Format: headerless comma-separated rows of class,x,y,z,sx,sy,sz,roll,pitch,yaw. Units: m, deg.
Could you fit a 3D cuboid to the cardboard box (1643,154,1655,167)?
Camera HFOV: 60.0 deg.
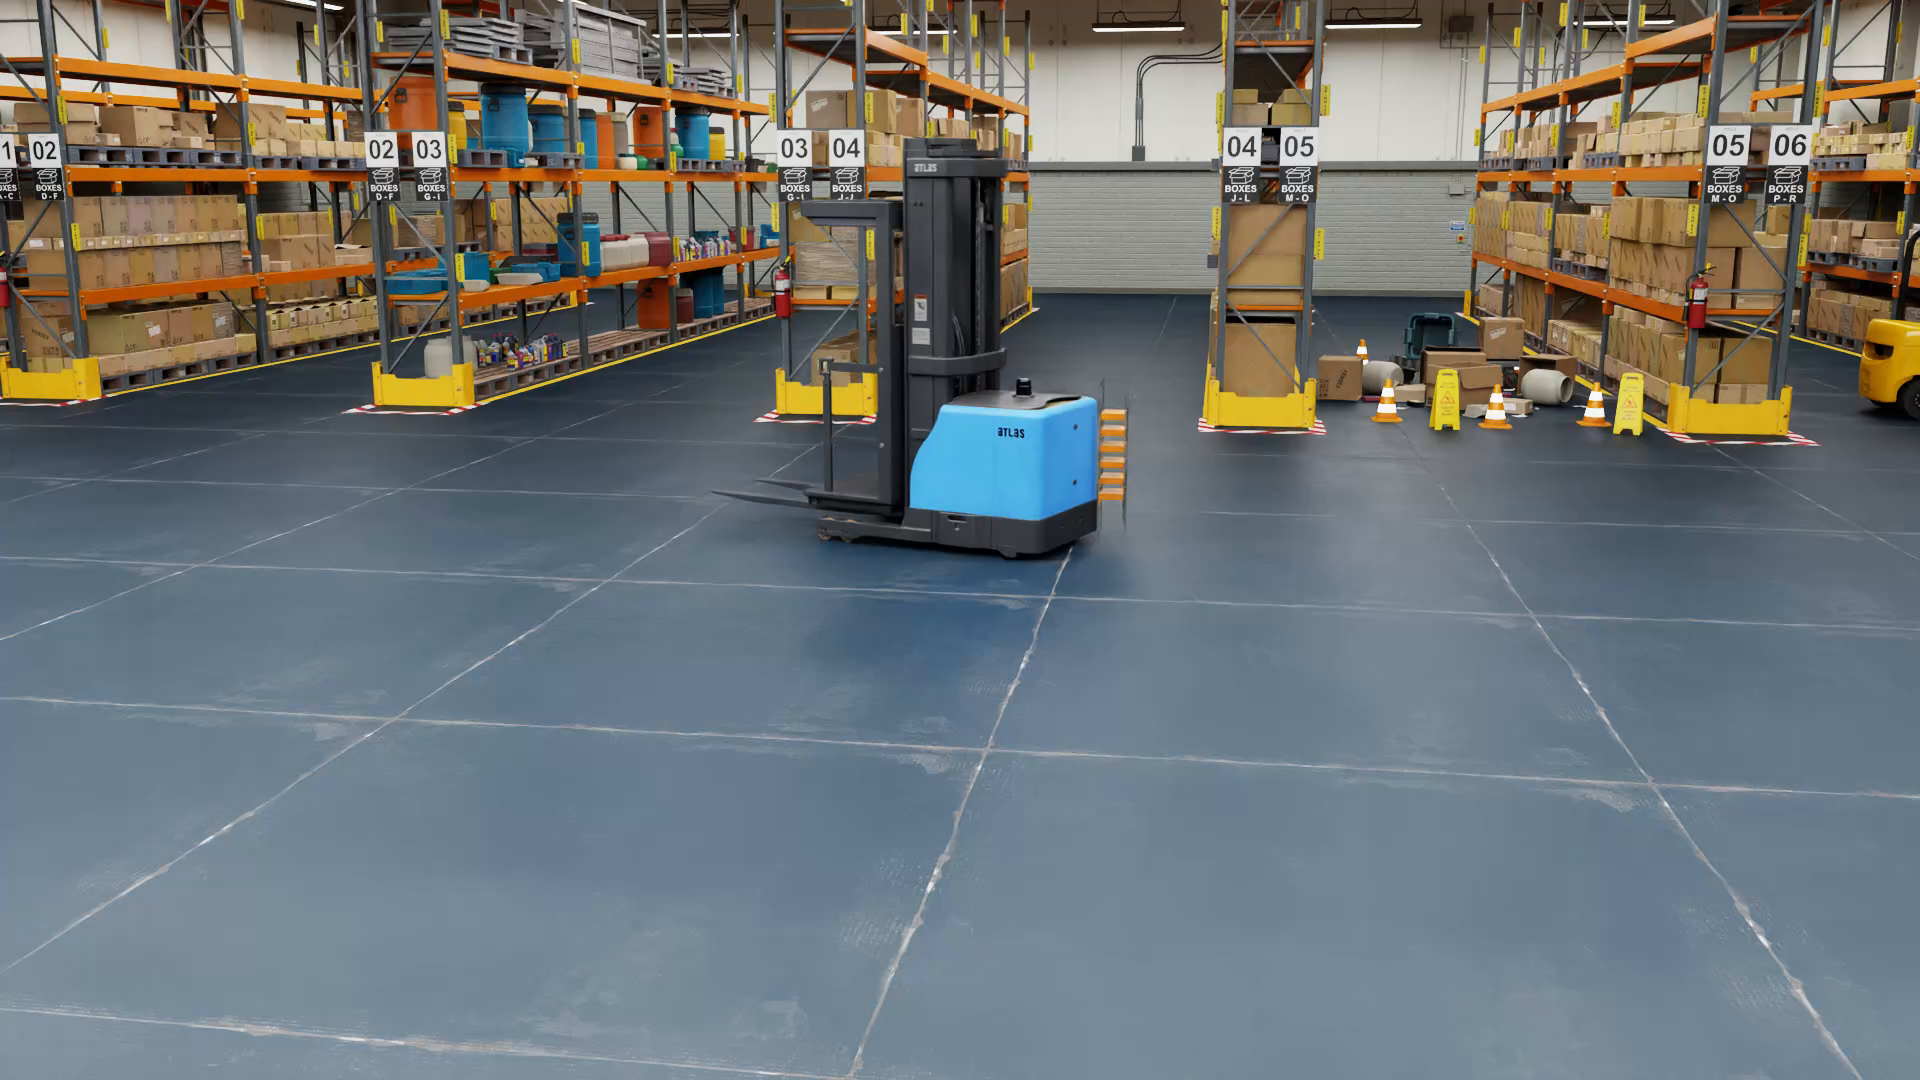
cardboard box,8.279,-4.470,19.591,0.380,0.149,0.250,2,12,8

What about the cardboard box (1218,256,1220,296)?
cardboard box,3.408,-3.023,19.044,0.875,0.550,0.550,2,12,9

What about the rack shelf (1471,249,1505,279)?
rack shelf,10.392,-5.179,31.112,1.077,0.370,4.000,2,12,9

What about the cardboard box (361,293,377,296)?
cardboard box,-10.199,-4.120,29.379,0.500,0.500,0.500,2,12,11

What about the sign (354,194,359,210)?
sign,-13.242,-7.411,36.450,0.100,0.325,0.005,2,12,9

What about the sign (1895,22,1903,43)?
sign,15.539,-8.404,27.537,0.100,0.325,0.005,2,12,9

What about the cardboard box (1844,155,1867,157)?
cardboard box,15.349,-6.589,28.476,0.500,0.250,0.500,2,12,7

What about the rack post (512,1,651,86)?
rack post,-5.614,-7.374,24.873,1.013,1.000,3.121,2,12,9

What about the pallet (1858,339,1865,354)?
pallet,14.527,-2.913,25.507,1.003,0.211,1.213,2,12,9

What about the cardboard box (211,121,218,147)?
cardboard box,-14.514,-8.084,33.104,0.500,0.500,0.500,2,12,8

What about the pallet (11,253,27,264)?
pallet,-15.270,-4.577,27.067,1.003,0.211,1.213,2,12,9

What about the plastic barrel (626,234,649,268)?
plastic barrel,-5.164,-4.597,26.438,0.421,0.512,0.421,0,12,0

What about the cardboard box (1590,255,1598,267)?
cardboard box,8.723,-3.757,22.404,0.380,0.149,0.250,2,12,8

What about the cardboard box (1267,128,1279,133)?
cardboard box,3.892,-4.956,19.664,0.500,0.250,0.500,2,12,8

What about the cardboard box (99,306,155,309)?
cardboard box,-11.335,-2.921,22.676,0.500,0.500,0.500,2,12,9

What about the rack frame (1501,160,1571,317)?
rack frame,10.085,-5.114,29.104,1.000,3.000,0.127,2,12,9

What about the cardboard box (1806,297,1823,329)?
cardboard box,14.693,-3.844,28.147,0.500,0.500,0.500,2,12,11

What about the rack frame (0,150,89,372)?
rack frame,-11.341,-3.259,20.496,1.000,3.000,0.127,2,12,9

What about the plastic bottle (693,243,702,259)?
plastic bottle,-4.618,-5.071,29.197,0.152,0.276,0.135,2,12,9

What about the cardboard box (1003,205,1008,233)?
cardboard box,0.619,-5.965,30.924,0.500,0.500,0.500,2,12,9

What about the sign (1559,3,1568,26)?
sign,8.920,-7.766,24.574,0.100,0.325,0.005,2,12,9

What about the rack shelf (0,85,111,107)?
rack shelf,-15.314,-7.053,26.519,1.077,0.370,4.000,2,12,9

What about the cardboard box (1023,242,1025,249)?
cardboard box,1.100,-5.954,33.596,0.380,0.149,0.250,2,12,9

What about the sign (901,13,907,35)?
sign,-0.872,-8.087,26.063,0.100,0.325,0.005,2,12,9

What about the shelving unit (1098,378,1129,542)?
shelving unit,1.146,-0.602,12.437,0.189,1.200,0.258,2,12,10

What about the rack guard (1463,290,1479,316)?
rack guard,10.703,-4.730,33.255,1.175,0.500,0.348,2,12,9

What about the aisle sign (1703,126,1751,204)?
aisle sign,7.943,-3.884,17.223,0.394,0.787,0.004,2,12,9

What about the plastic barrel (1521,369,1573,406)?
plastic barrel,7.061,-1.836,20.007,0.421,0.421,0.512,-10,16,-40

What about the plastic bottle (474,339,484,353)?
plastic bottle,-6.489,-2.530,22.354,0.144,0.351,0.185,2,12,11

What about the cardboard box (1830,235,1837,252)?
cardboard box,14.397,-4.817,27.047,0.396,0.266,0.258,2,12,11

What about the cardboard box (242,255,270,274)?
cardboard box,-10.693,-4.122,24.858,0.500,0.250,0.500,3,12,12

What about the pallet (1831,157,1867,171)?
pallet,14.664,-5.979,26.444,1.213,0.211,1.003,2,12,9

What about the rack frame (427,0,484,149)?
rack frame,-9.495,-8.690,31.455,1.000,3.000,0.127,2,12,9

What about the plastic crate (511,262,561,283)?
plastic crate,-5.734,-3.619,22.517,0.499,0.251,0.616,2,12,9

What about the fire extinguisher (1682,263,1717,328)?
fire extinguisher,7.766,-2.570,17.480,0.296,0.674,0.183,2,12,9

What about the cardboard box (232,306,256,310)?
cardboard box,-10.873,-3.429,25.484,0.500,0.311,0.500,2,12,10

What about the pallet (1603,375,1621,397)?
pallet,8.786,-1.945,21.017,1.003,0.211,1.213,2,12,9

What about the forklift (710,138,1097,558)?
forklift,-0.509,-1.509,12.540,3.031,2.935,1.130,7,14,29

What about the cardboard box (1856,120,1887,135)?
cardboard box,15.003,-6.778,27.376,0.396,0.266,0.258,2,12,9

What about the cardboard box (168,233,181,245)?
cardboard box,-10.791,-4.075,22.503,0.380,0.149,0.250,2,12,11

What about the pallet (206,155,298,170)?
pallet,-10.603,-5.649,24.918,0.805,0.209,1.217,1,12,6

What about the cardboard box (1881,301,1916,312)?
cardboard box,14.200,-3.533,25.164,0.380,0.149,0.250,1,12,6

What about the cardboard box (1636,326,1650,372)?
cardboard box,8.266,-2.233,19.484,0.500,0.500,0.500,2,12,7

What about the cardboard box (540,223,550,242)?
cardboard box,-8.839,-6.325,34.484,0.500,0.500,0.500,2,12,9

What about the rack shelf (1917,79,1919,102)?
rack shelf,14.067,-6.091,22.052,1.077,0.370,4.000,2,12,9

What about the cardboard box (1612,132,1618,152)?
cardboard box,8.801,-5.174,21.618,0.500,0.250,0.500,2,12,8

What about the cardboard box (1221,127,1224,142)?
cardboard box,3.049,-4.433,18.188,0.380,0.149,0.250,2,12,9

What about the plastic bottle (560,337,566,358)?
plastic bottle,-5.580,-2.707,23.337,0.061,0.283,0.133,3,12,11

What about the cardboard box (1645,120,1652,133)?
cardboard box,8.367,-4.910,19.742,0.380,0.149,0.250,1,12,7

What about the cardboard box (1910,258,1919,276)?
cardboard box,14.065,-3.964,24.122,0.500,0.250,0.500,2,12,9

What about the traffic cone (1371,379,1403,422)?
traffic cone,4.817,-1.580,18.727,0.336,0.463,0.334,2,12,9

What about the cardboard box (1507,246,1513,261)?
cardboard box,9.756,-4.958,28.735,0.500,0.250,0.500,2,12,7

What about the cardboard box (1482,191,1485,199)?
cardboard box,10.248,-6.629,31.985,0.380,0.149,0.250,2,12,10

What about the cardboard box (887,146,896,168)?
cardboard box,-1.070,-4.633,20.106,0.500,0.250,0.500,2,12,8

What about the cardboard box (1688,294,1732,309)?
cardboard box,8.085,-2.578,17.933,0.380,0.149,0.250,2,12,11

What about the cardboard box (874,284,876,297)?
cardboard box,-1.163,-2.969,19.747,0.380,0.149,0.250,2,12,9
